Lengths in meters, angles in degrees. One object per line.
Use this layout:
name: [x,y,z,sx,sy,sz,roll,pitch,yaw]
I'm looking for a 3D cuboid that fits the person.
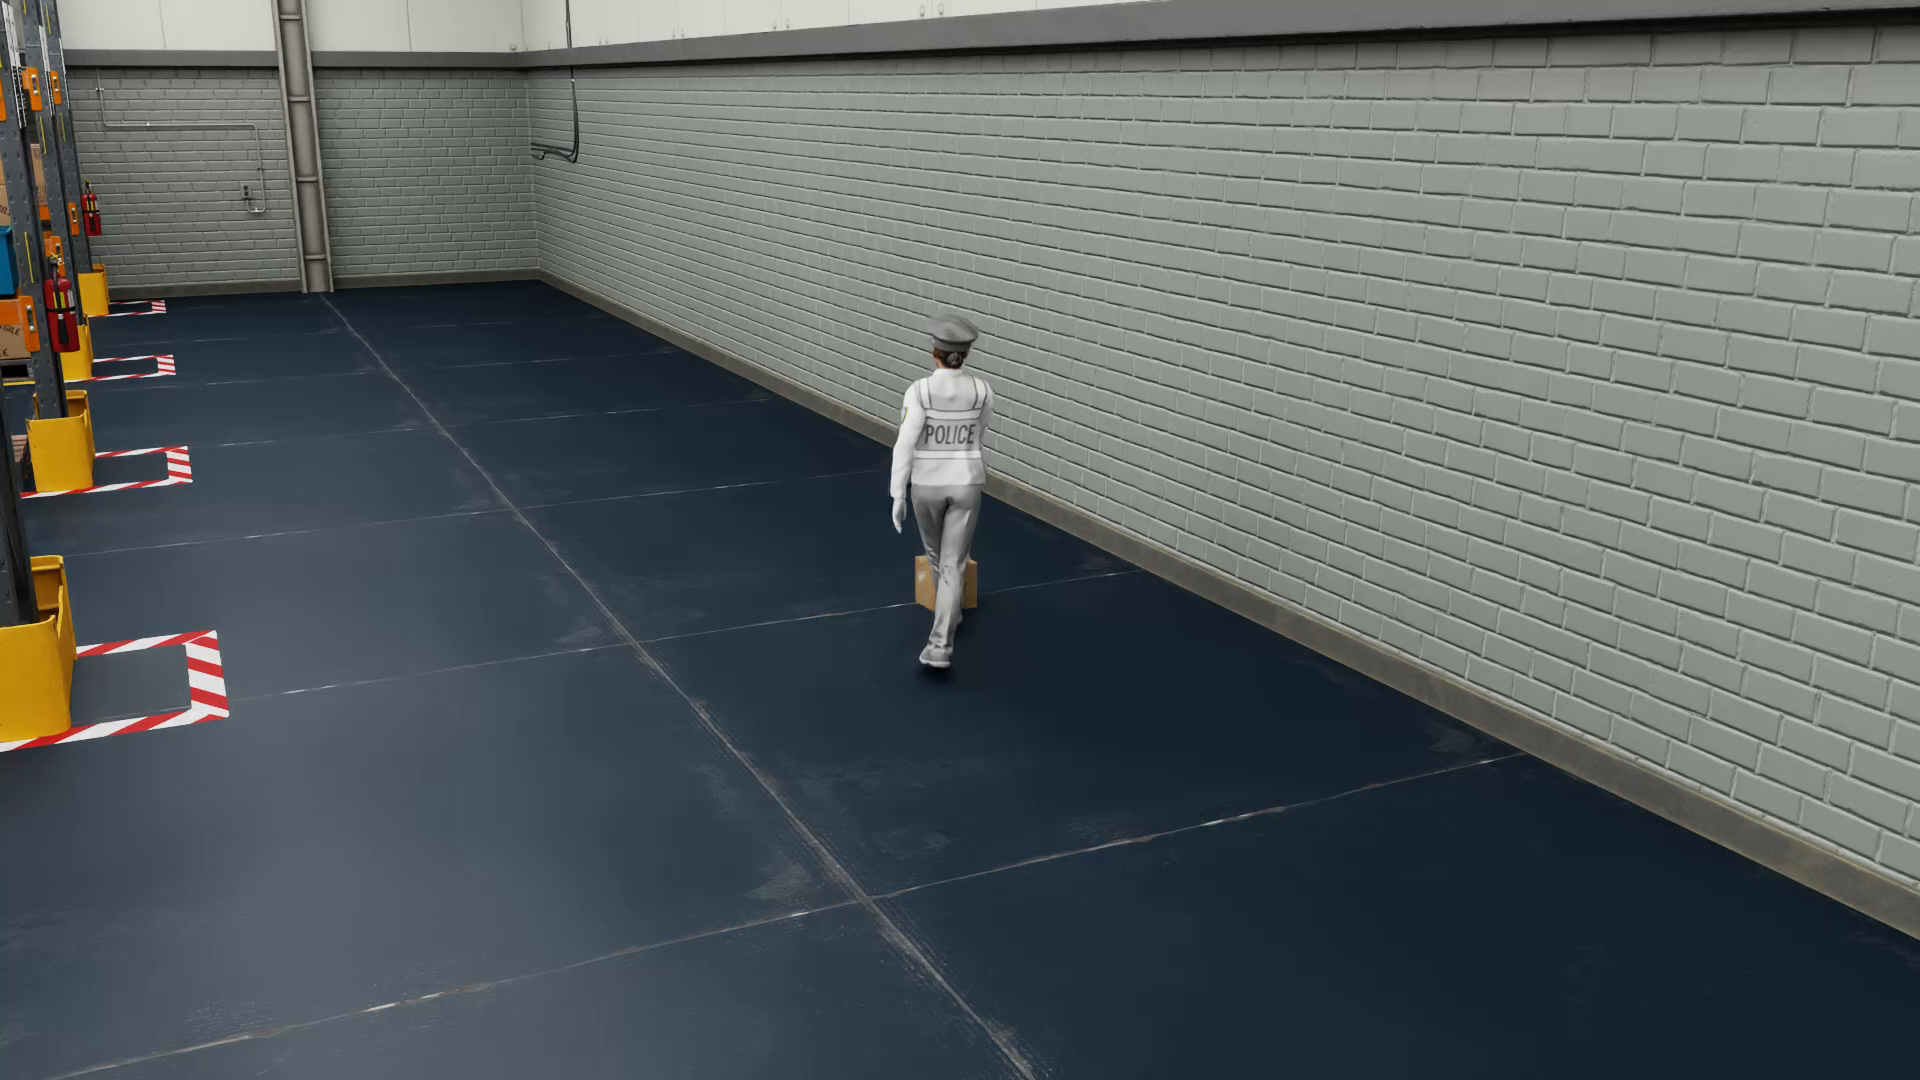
person: [-0.077,-0.276,7.980,0.471,1.617,1.004,1,15,2]
